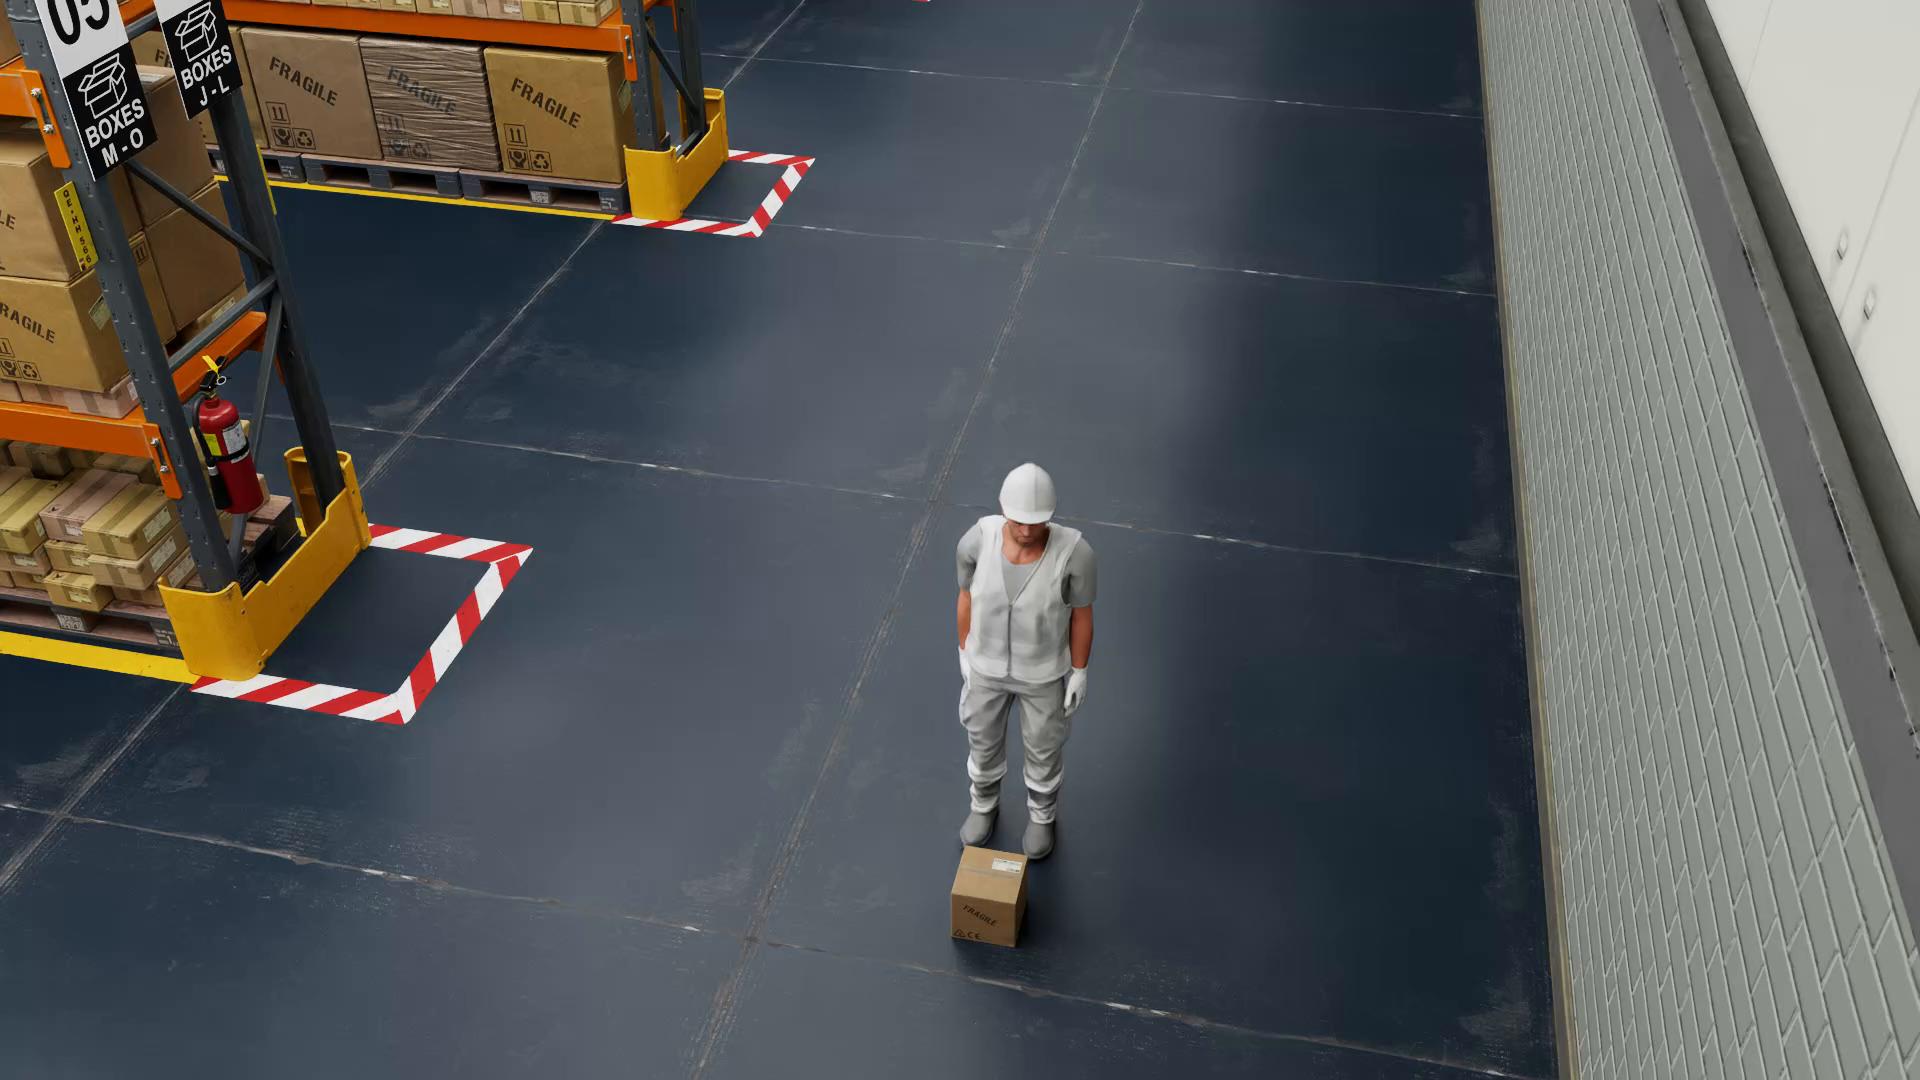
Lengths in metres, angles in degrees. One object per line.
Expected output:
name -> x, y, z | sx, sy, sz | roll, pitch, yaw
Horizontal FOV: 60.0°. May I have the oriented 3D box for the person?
person -> 0.234, 0.472, 6.306 | 0.526, 1.784, 0.338 | 8, 37, 11
